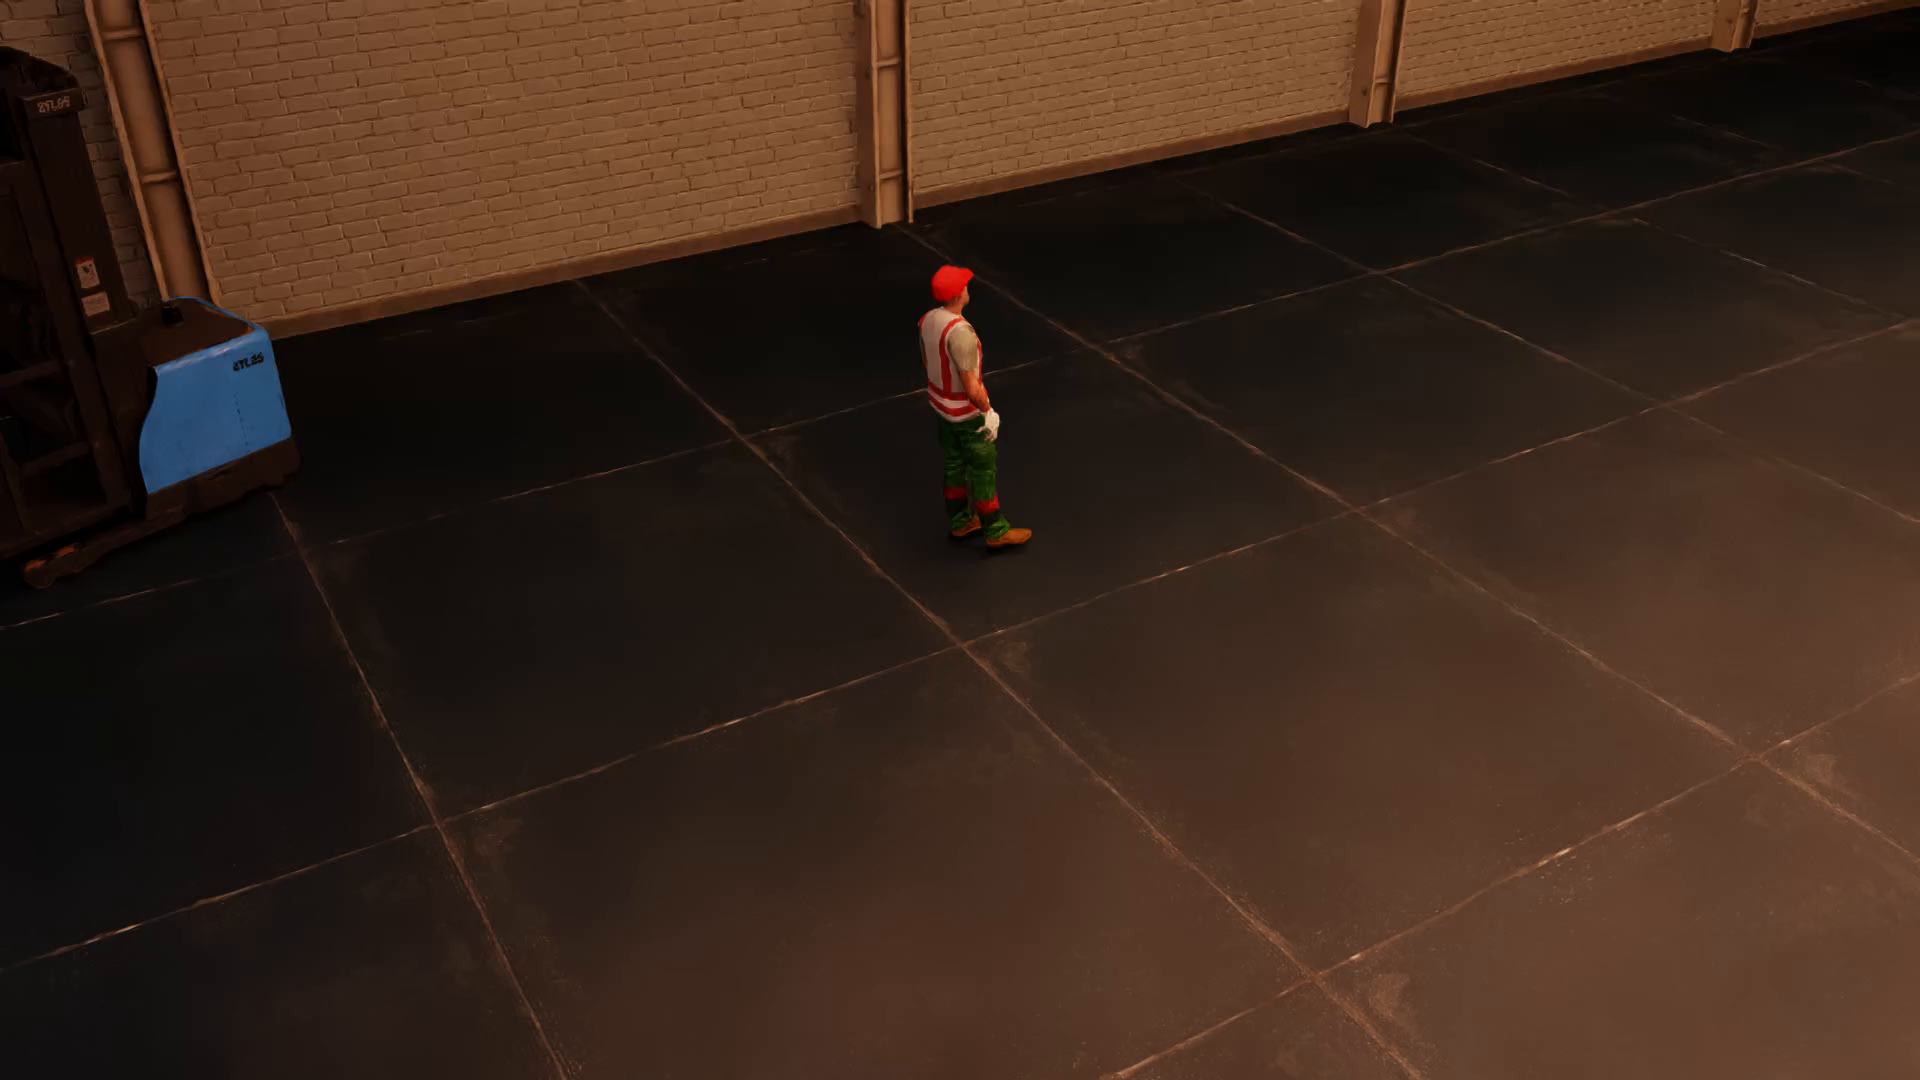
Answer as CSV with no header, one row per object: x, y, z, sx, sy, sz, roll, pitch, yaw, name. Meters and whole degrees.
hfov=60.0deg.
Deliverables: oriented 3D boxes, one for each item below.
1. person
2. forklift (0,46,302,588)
0.075,-0.824,10.044,0.563,1.787,0.637,-17,35,-26,person
-5.747,-1.258,9.748,1.130,2.935,3.031,23,38,33,forklift
